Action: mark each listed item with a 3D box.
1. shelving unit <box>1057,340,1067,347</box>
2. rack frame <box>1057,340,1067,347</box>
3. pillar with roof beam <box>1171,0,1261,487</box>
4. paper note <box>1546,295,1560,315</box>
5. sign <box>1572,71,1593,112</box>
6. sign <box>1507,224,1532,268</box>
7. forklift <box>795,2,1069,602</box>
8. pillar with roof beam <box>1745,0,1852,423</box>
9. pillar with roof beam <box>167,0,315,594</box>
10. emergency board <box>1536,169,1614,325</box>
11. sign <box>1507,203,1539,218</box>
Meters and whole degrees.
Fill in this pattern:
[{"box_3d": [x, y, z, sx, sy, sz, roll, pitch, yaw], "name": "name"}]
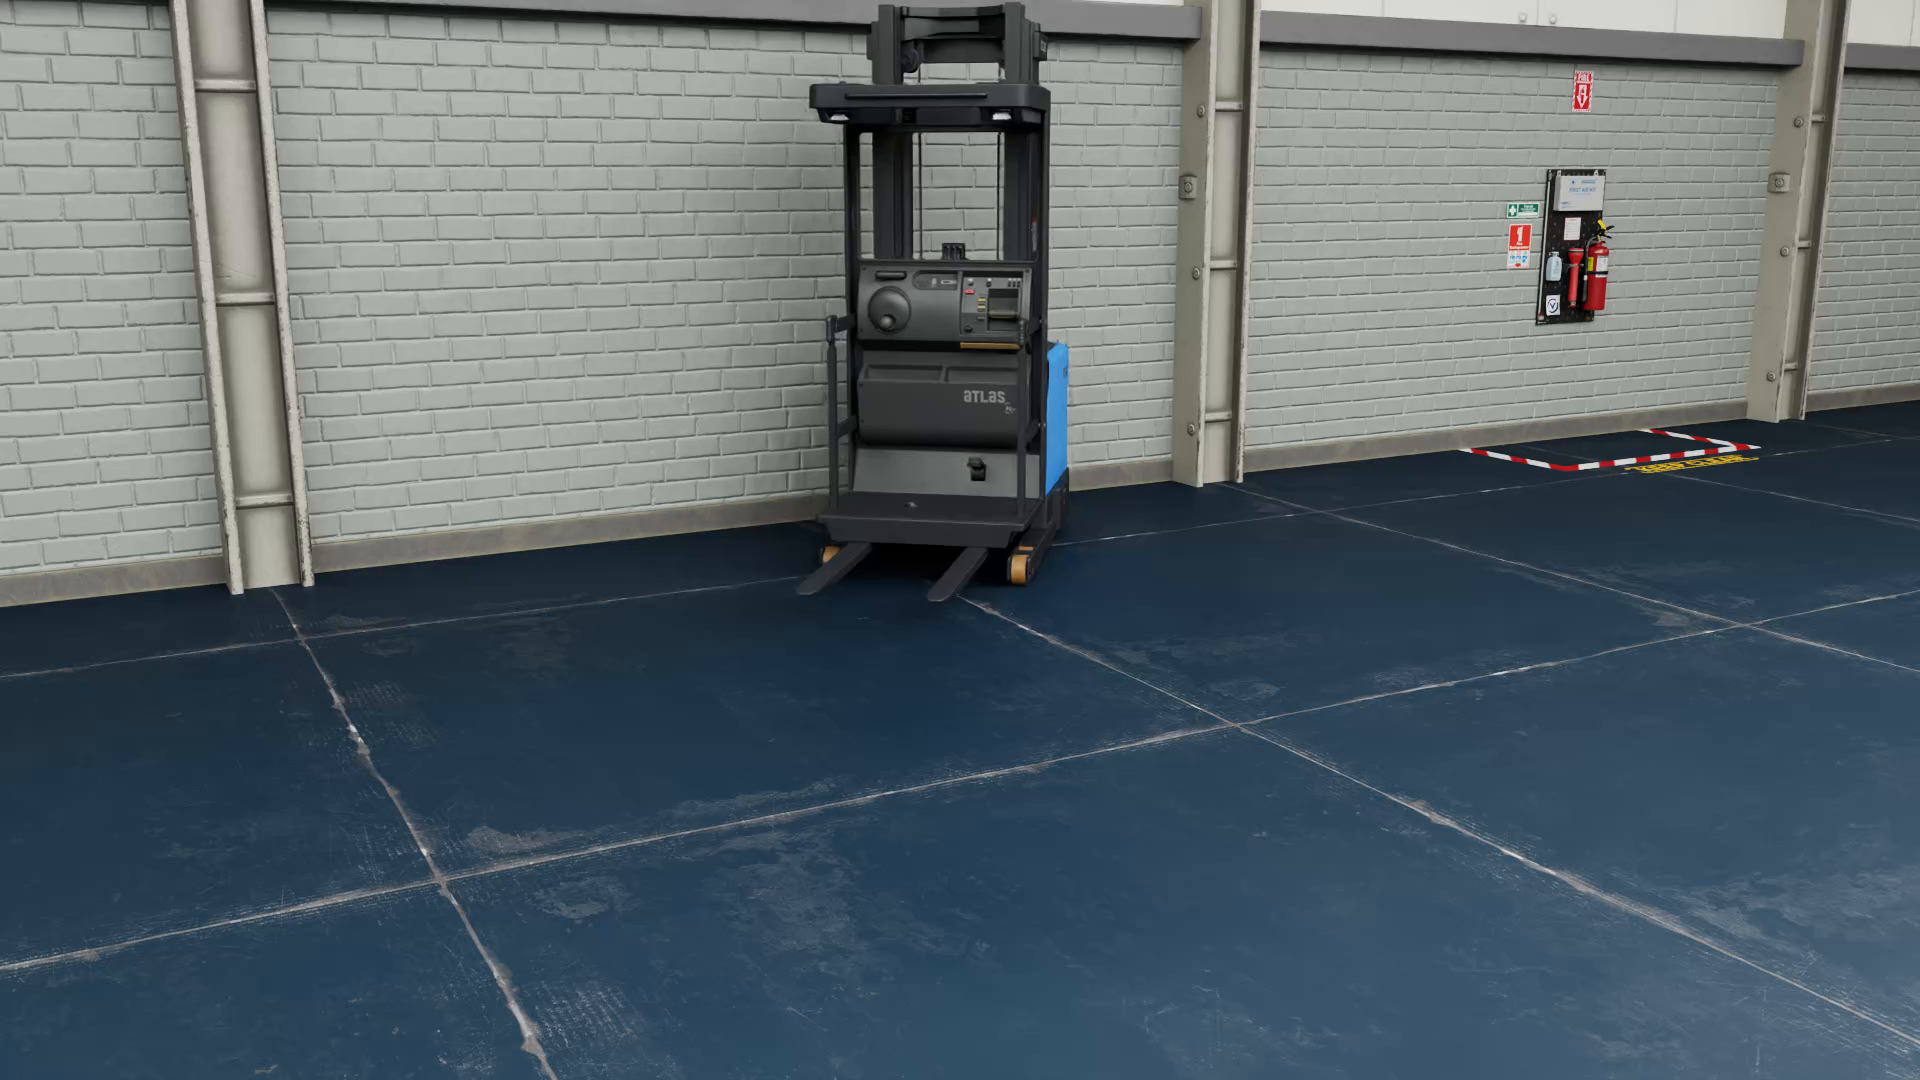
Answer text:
[{"box_3d": [0.512, -0.712, 10.380, 0.252, 1.050, 0.215, -3, 13, -12], "name": "shelving unit"}, {"box_3d": [0.631, -0.717, 10.406, 0.008, 1.050, 0.200, -3, 13, -12], "name": "rack frame"}, {"box_3d": [3.756, -3.967, 6.742, 0.400, 9.000, 9.100, -7, 14, -28], "name": "pillar with roof beam"}, {"box_3d": [4.583, -1.814, 12.842, 0.142, 0.148, 0.016, -7, 14, -28], "name": "paper note"}, {"box_3d": [4.717, -3.398, 12.596, 0.199, 0.298, 0.001, -7, 14, -28], "name": "sign"}, {"box_3d": [4.237, -2.228, 12.595, 0.234, 0.329, 0.001, -7, 14, -28], "name": "sign"}, {"box_3d": [-0.122, -1.281, 8.627, 1.130, 2.935, 3.031, 2, 13, 11], "name": "forklift"}, {"box_3d": [9.022, -4.598, 9.547, 0.400, 9.000, 9.100, -7, 14, -28], "name": "pillar with roof beam"}, {"box_3d": [-1.511, -3.336, 3.937, 0.400, 9.000, 9.100, -7, 14, -28], "name": "pillar with roof beam"}, {"box_3d": [4.772, -2.249, 12.769, 0.643, 1.169, 0.194, -7, 14, -28], "name": "emergency board"}, {"box_3d": [4.245, -2.485, 12.531, 0.331, 0.109, 0.001, -7, 14, -28], "name": "sign"}]
